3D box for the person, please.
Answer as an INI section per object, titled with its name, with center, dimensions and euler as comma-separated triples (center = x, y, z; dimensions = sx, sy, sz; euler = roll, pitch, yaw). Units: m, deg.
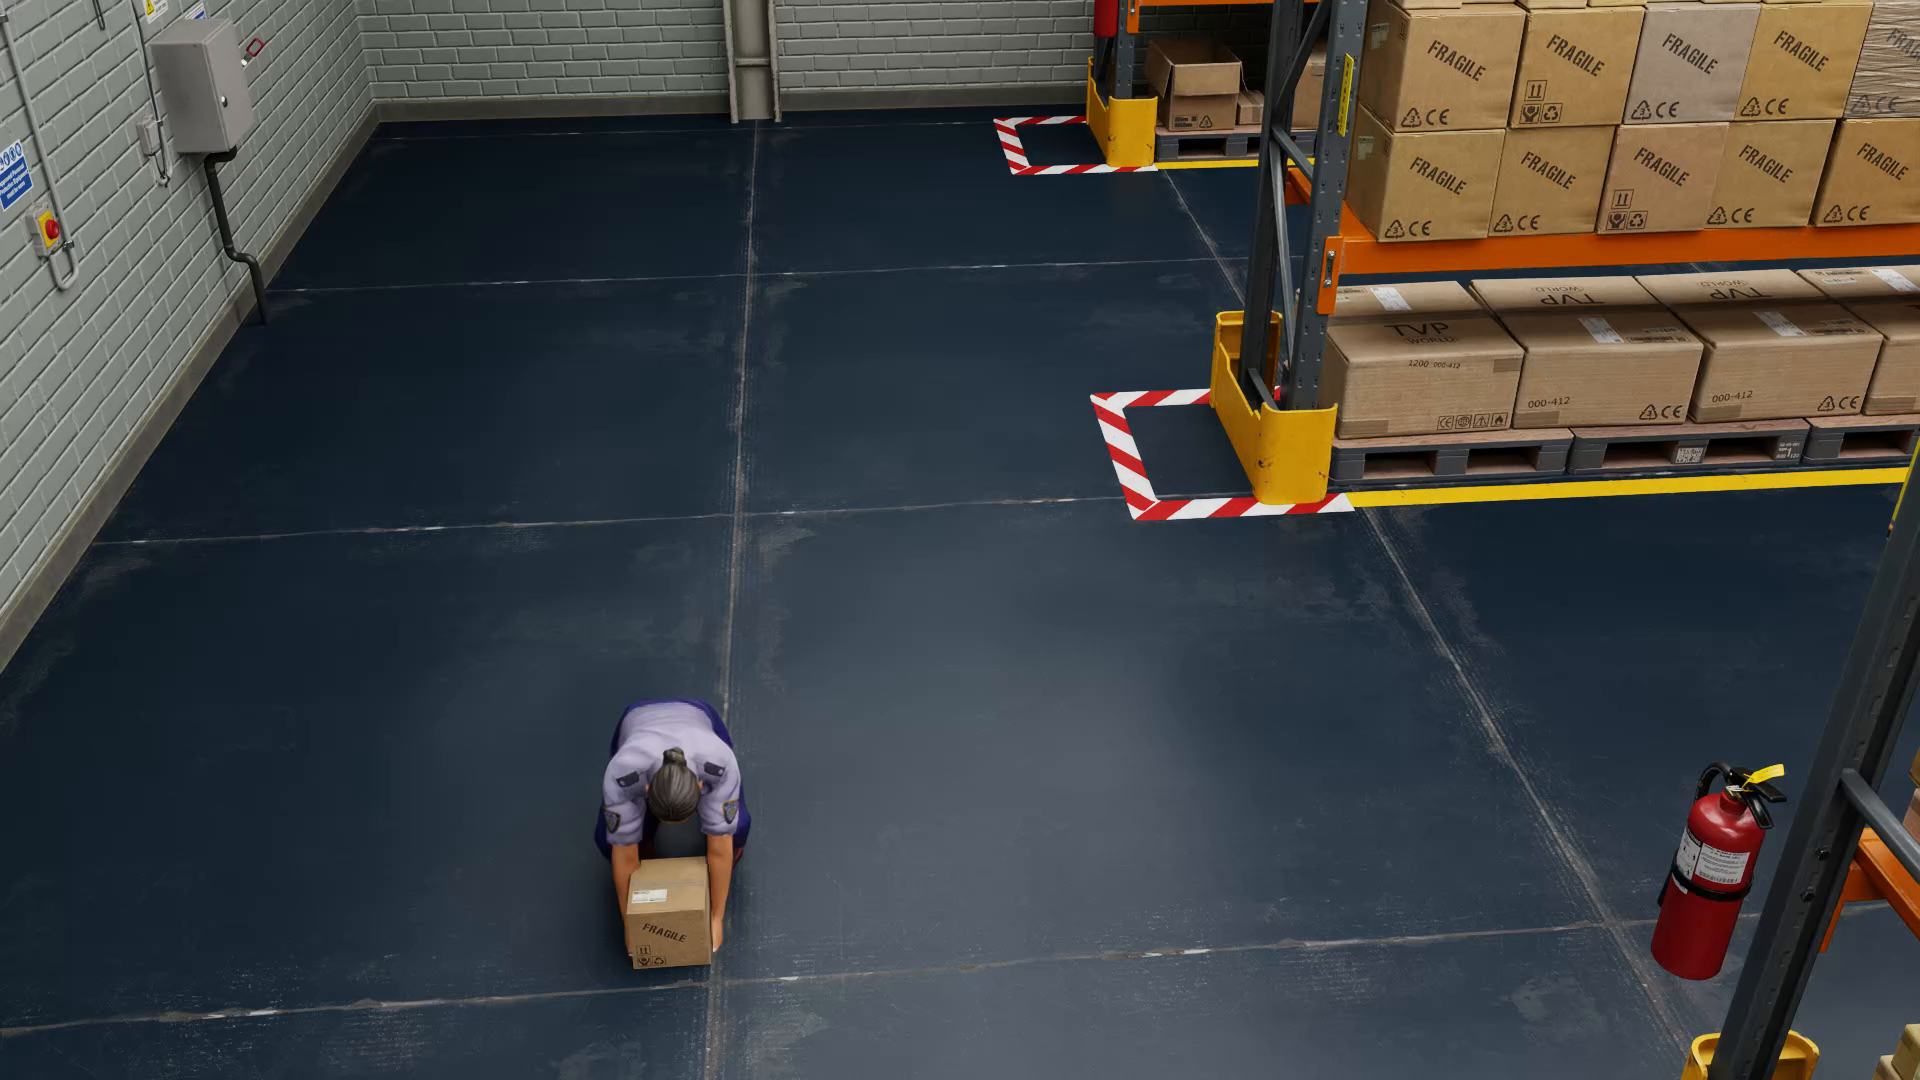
[person]
center = -0.973, 0.878, 5.639
dimensions = 0.526, 0.805, 0.847
euler = -3, 31, -5
